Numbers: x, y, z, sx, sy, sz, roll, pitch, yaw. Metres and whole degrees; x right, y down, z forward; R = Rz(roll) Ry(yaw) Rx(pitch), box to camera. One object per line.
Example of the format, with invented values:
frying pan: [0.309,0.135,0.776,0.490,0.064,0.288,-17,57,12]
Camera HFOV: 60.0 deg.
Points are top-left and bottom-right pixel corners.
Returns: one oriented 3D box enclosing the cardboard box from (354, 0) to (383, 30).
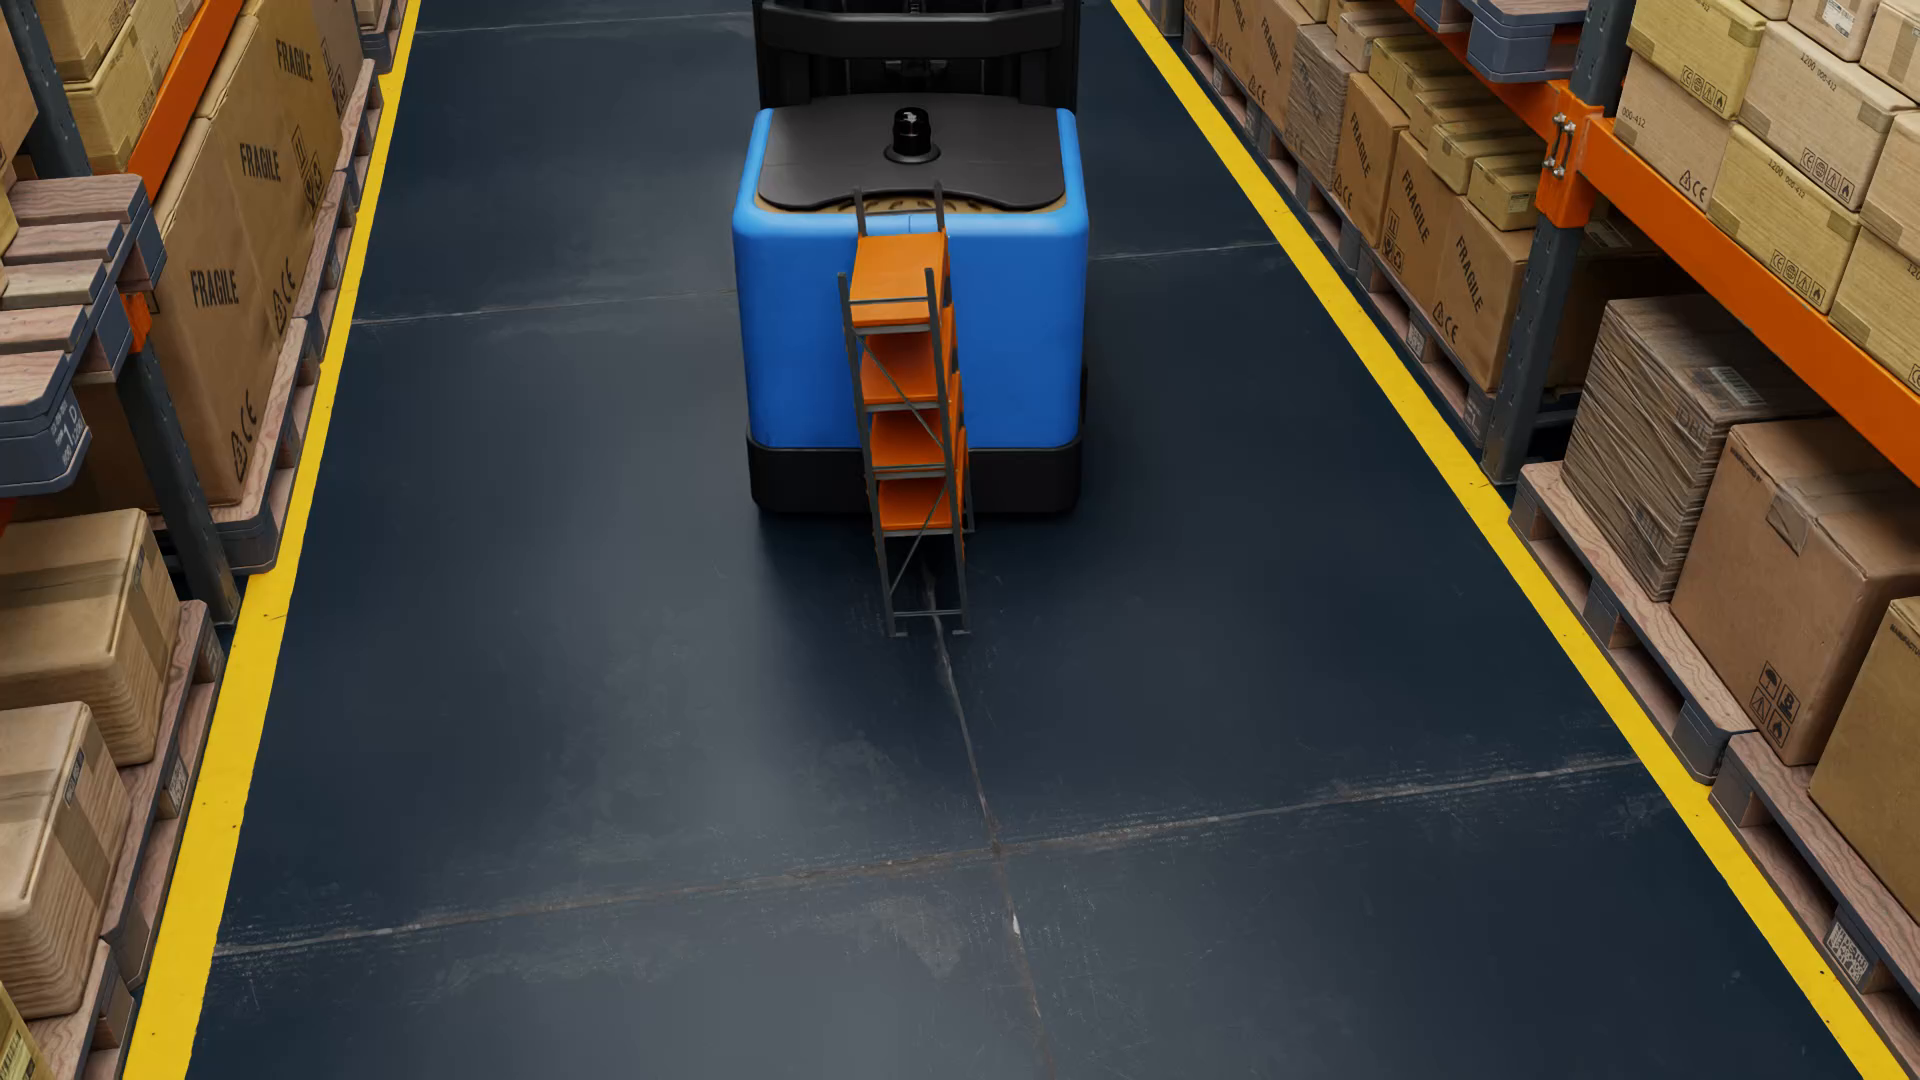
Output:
cardboard box: [-3.353,-2.871,8.246,0.875,0.438,0.875,-7,38,-9]

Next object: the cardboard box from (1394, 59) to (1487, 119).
cardboard box: [1.821,-1.642,6.084,0.380,0.149,0.250,-5,38,-7]

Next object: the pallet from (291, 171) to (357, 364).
pallet: [-2.922,-1.028,6.401,1.003,0.211,1.213,-6,38,-8]

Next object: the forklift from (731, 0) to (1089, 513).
forklift: [-0.143,-2.115,5.584,1.130,2.935,3.031,0,38,0]

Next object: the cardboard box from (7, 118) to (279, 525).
cardboard box: [-2.686,-0.663,5.048,0.875,0.875,0.875,-7,38,-8]

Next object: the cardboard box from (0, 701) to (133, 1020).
cardboard box: [-2.420,0.749,3.640,0.950,0.372,0.625,-7,38,-9]

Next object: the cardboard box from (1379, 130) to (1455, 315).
cardboard box: [1.876,-1.160,5.994,0.500,0.500,0.500,-7,38,-9]

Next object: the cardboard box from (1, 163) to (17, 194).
cardboard box: [-2.358,-0.804,3.702,0.380,0.149,0.250,-5,38,-6]

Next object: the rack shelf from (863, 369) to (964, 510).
rack shelf: [-0.124,-0.292,4.742,0.258,0.148,0.480,-3,38,4]

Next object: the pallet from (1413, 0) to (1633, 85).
pallet: [2.051,-1.772,5.242,1.213,0.211,1.003,-6,38,-8]

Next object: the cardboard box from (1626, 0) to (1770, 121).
cardboard box: [2.052,-1.287,4.177,0.500,0.250,0.500,-6,38,-8]

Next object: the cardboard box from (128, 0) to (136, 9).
cardboard box: [-2.582,-1.693,4.699,0.500,0.250,0.500,-5,38,-7]

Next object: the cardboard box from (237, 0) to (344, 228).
cardboard box: [-2.995,-1.742,6.437,0.875,0.875,0.875,-5,38,-7]

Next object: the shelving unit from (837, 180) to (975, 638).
shelving unit: [-0.130,-0.345,4.701,0.258,1.200,0.503,-3,38,4]

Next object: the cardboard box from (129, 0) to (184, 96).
cardboard box: [-2.592,-1.481,4.834,0.500,0.250,0.500,-7,38,-9]

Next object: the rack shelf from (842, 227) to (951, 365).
rack shelf: [-0.162,-0.656,4.461,0.258,0.148,0.480,-3,38,4]

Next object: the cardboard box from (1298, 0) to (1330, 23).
cardboard box: [1.629,-2.270,6.893,0.380,0.149,0.250,-5,38,-6]

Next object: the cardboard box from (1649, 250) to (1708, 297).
cardboard box: [2.441,-0.909,5.671,0.500,0.500,0.500,-5,38,-6]

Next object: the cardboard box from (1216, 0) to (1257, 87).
cardboard box: [1.504,-2.404,7.594,0.500,0.500,0.500,-7,38,-9]

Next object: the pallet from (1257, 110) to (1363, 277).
pallet: [1.935,-1.535,7.054,1.003,0.211,1.213,-6,38,-8]

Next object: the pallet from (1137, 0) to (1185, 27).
pallet: [1.418,-3.176,9.166,1.003,0.211,1.213,-6,38,-8]

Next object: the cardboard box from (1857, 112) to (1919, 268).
cardboard box: [2.237,-0.669,3.381,0.500,0.250,0.500,-7,38,-9]

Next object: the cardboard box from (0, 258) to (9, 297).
cardboard box: [-2.151,-0.502,3.314,0.380,0.149,0.250,-7,38,-8]

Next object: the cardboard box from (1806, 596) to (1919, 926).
cardboard box: [2.576,0.505,3.749,0.875,0.625,0.625,-8,39,-10]

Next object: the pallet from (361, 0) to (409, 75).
pallet: [-3.405,-2.692,8.543,1.003,0.211,1.213,-6,38,-8]

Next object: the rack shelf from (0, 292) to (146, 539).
rack shelf: [-2.296,0.582,2.642,1.077,0.370,4.000,-6,38,-8]

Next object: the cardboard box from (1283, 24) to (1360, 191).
cardboard box: [1.672,-1.788,6.802,0.500,0.500,0.500,-8,38,-10]

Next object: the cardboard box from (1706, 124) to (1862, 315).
cardboard box: [2.160,-0.788,3.942,0.500,0.250,0.500,-7,38,-9]

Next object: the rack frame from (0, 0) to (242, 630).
rack frame: [-2.647,-0.910,3.976,1.000,3.000,0.127,-6,38,-8]

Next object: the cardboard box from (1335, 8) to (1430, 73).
cardboard box: [1.698,-1.956,6.489,0.380,0.149,0.250,-8,39,-10]

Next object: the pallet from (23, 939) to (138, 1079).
pallet: [-2.301,1.399,3.277,1.003,0.211,1.213,-6,38,-8]

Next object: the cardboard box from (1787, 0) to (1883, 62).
cardboard box: [2.123,-1.204,3.744,0.380,0.149,0.250,-5,38,-7]

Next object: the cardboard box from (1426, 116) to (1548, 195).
cardboard box: [1.825,-1.313,5.662,0.380,0.149,0.250,-8,39,-10]

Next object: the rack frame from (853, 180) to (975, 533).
rack frame: [-0.122,-0.495,4.893,0.240,1.200,0.015,-3,38,4]

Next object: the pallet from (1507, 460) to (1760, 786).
pallet: [2.345,0.157,4.876,1.003,0.211,1.213,-6,38,-8]

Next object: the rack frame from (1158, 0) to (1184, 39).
rack frame: [1.538,-3.862,7.776,1.000,3.000,0.127,-6,38,-8]

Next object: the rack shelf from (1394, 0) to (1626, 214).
rack shelf: [1.889,-2.370,6.442,1.077,0.370,4.000,-6,38,-8]

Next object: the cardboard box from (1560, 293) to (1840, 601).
cardboard box: [2.335,-0.296,4.779,0.875,0.625,0.625,-5,38,-7]
